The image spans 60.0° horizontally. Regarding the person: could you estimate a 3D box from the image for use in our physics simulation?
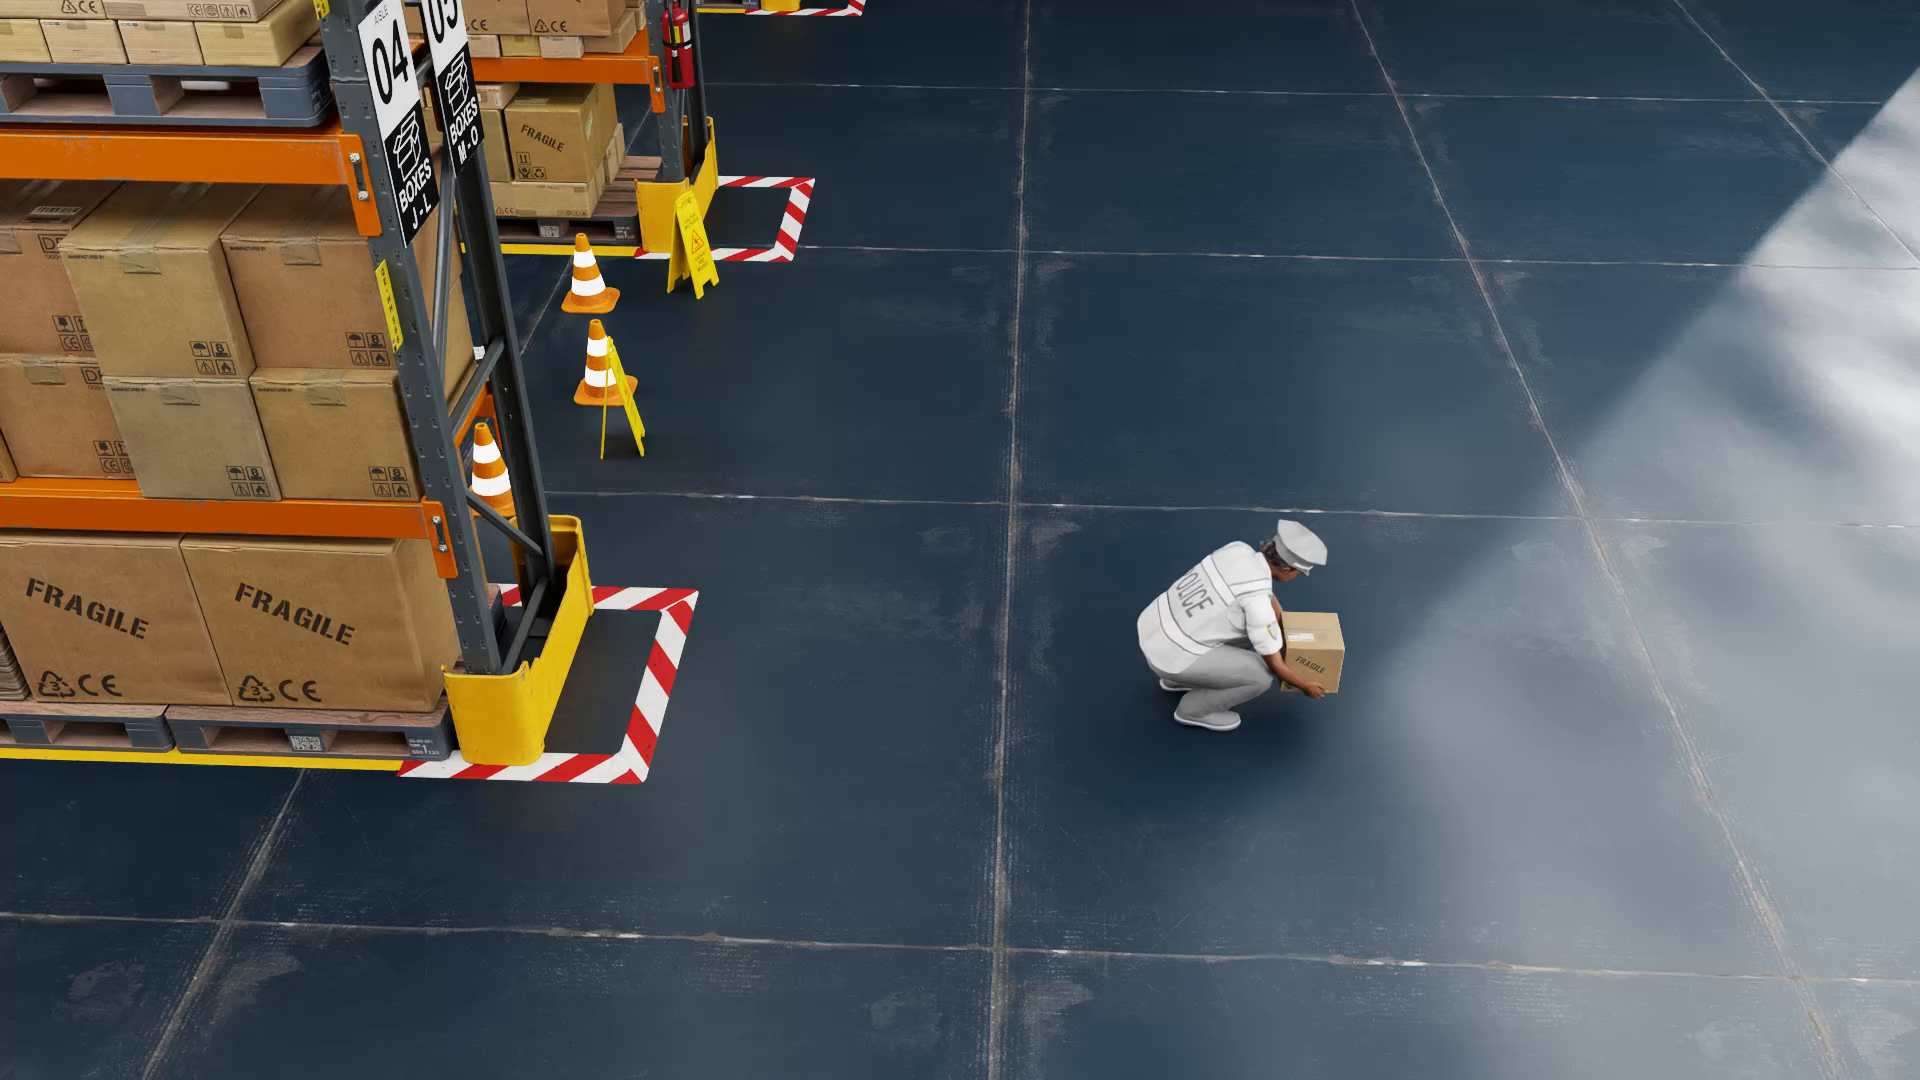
[{"bbox_3d":[1.192,0.368,7.226,0.832,0.952,0.512,1,36,2],"label":"person"}]
